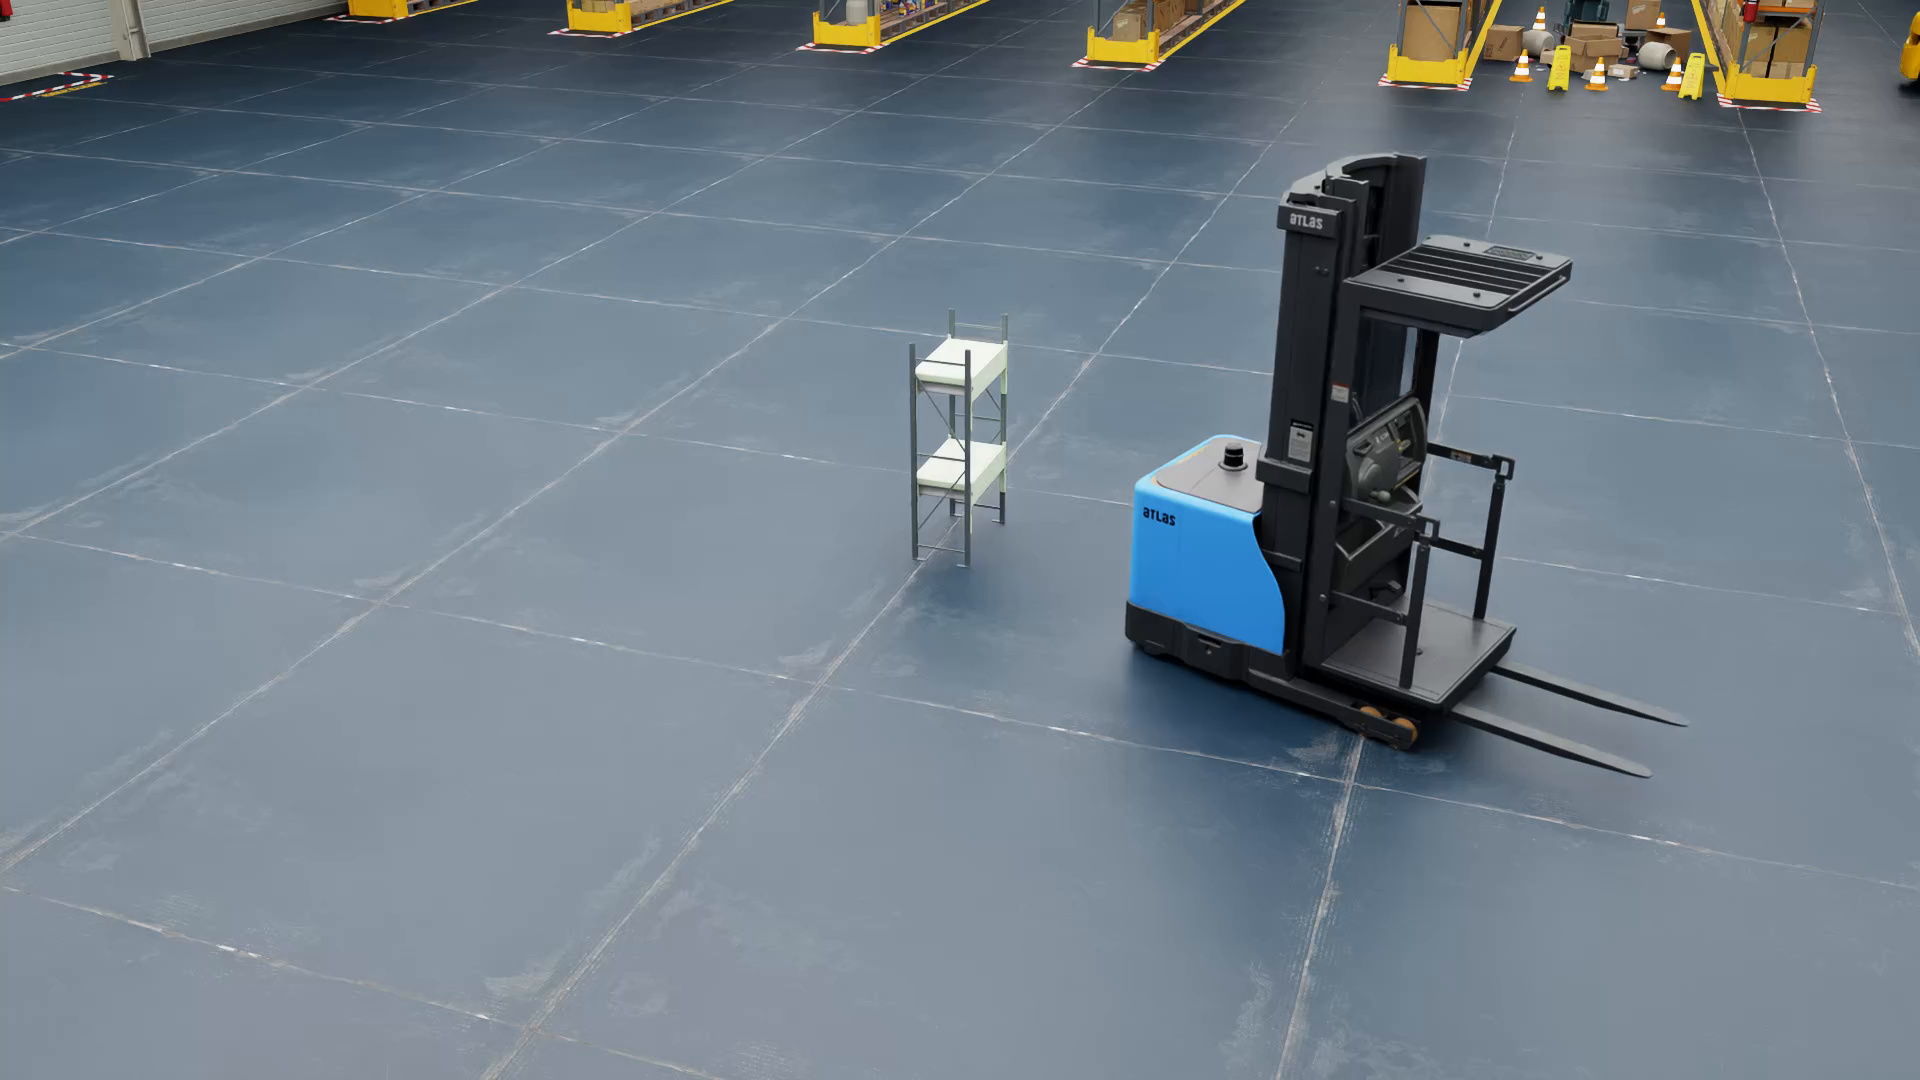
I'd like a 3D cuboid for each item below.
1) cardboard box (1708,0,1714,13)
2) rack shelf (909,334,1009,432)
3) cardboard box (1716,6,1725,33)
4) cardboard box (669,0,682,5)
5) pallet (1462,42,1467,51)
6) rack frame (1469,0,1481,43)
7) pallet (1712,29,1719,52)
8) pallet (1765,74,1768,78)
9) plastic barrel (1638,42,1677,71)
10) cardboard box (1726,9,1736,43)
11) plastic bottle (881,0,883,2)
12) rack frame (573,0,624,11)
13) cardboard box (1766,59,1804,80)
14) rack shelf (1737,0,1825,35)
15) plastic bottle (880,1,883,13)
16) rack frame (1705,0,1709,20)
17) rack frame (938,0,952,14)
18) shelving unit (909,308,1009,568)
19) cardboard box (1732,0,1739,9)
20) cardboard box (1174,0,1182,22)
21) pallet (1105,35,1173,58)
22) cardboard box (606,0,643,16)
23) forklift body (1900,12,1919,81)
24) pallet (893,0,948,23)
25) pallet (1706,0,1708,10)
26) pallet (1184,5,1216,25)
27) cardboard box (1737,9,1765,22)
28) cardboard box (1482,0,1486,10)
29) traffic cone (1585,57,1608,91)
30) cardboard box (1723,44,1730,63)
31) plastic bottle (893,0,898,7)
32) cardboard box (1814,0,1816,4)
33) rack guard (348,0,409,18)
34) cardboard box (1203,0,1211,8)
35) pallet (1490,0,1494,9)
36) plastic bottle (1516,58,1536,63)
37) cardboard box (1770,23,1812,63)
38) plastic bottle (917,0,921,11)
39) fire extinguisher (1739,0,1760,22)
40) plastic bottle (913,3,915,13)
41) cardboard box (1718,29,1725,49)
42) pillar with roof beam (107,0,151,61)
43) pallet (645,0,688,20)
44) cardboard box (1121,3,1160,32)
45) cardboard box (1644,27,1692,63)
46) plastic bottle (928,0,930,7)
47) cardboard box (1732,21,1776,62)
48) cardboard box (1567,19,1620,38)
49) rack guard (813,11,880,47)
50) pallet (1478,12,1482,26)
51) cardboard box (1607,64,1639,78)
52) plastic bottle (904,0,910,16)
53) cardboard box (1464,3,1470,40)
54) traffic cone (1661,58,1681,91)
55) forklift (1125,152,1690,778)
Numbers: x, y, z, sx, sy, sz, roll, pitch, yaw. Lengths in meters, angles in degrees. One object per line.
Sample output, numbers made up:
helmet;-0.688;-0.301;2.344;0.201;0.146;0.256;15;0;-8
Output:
cardboard box;14.508;-9.991;30.977;0.950;0.372;0.625;7;27;14
rack shelf;-0.002;-1.024;10.747;0.431;0.370;0.720;9;27;17
cardboard box;13.783;-9.090;29.115;0.950;0.372;0.625;11;28;21
cardboard box;-5.753;-10.559;32.289;0.500;0.250;0.500;9;27;17
pallet;7.942;-8.189;27.921;1.003;0.211;1.213;9;27;17
rack frame;8.673;-10.248;28.974;1.000;3.000;0.127;9;27;17
pallet;13.632;-8.637;28.846;1.003;0.211;1.213;9;27;17
pallet;12.372;-7.033;25.533;1.003;0.211;1.213;9;27;17
plastic barrel;11.303;-7.837;26.950;0.421;0.421;0.512;-14;29;-27
cardboard box;12.582;-8.223;26.604;0.500;0.500;0.500;10;28;20
plastic bottle;-1.506;-10.209;31.428;0.144;0.351;0.185;9;27;17
rack frame;-6.642;-10.803;30.120;1.000;3.000;0.127;9;27;17
cardboard box;12.573;-7.171;25.292;0.500;0.250;0.500;9;27;17
rack shelf;12.709;-8.426;26.036;1.077;0.370;4.000;9;27;17
plastic bottle;-1.495;-9.986;31.140;0.097;0.201;0.097;0;26;0
rack frame;14.706;-11.216;30.972;1.000;3.000;0.127;9;27;17
rack frame;-0.641;-11.727;32.029;1.000;3.000;0.127;9;27;17
shelving unit;-0.002;-0.672;10.917;0.431;1.500;0.755;9;27;17
cardboard box;12.569;-8.584;26.606;0.380;0.149;0.250;10;28;20
cardboard box;3.675;-9.678;30.182;0.500;0.500;0.500;19;32;34
pallet;3.027;-8.470;28.501;1.003;0.211;1.213;9;27;17
cardboard box;-6.254;-9.943;31.017;0.500;0.250;0.500;9;27;17
forklift body;15.636;-7.871;25.039;2.313;2.155;1.214;9;27;17
pallet;-0.904;-10.202;32.079;1.003;0.211;1.213;9;27;17
pallet;15.039;-10.274;32.226;1.003;0.211;1.213;9;27;17
pallet;4.287;-10.074;31.814;1.003;0.211;1.213;9;27;17
cardboard box;12.123;-8.036;25.475;0.380;0.149;0.250;10;27;19
cardboard box;9.429;-10.471;31.535;1.050;0.750;0.750;9;27;18
traffic cone;9.810;-7.171;25.530;0.336;0.463;0.334;9;27;17
cardboard box;12.407;-7.678;26.339;0.500;0.250;0.500;8;27;16
plastic bottle;-1.236;-10.348;31.807;0.097;0.271;0.097;0;26;0
cardboard box;12.587;-8.128;24.882;0.380;0.149;0.250;8;27;16
rack guard;-11.290;-10.426;32.210;1.175;0.500;0.348;9;27;17
cardboard box;4.430;-10.524;31.908;0.700;0.500;0.500;9;27;17
pallet;10.265;-10.958;33.639;1.003;0.211;1.213;9;27;17
plastic bottle;9.416;-7.979;27.660;0.283;0.061;0.133;0;26;-1
cardboard box;12.580;-7.518;25.148;0.500;0.500;0.500;8;27;16
plastic bottle;-0.813;-10.115;31.320;0.152;0.276;0.135;9;27;18
fire extinguisher;11.571;-7.913;24.240;0.296;0.674;0.183;9;27;17
plastic bottle;-0.895;-9.944;31.053;0.097;0.201;0.097;0;26;0
cardboard box;12.923;-8.320;27.665;0.500;0.250;0.500;7;27;15
pillar with roof beam;-9.835;-11.543;24.765;9.100;9.000;0.400;9;27;17
pallet;-6.020;-10.368;32.422;1.003;0.211;1.213;9;27;17
cardboard box;3.088;-8.934;28.646;0.500;0.500;0.500;17;30;31
cardboard box;11.735;-8.205;27.619;0.500;0.500;0.500;-14;29;-27
plastic bottle;-0.648;-10.348;31.714;0.144;0.351;0.185;7;27;15
cardboard box;12.064;-7.584;25.284;0.500;0.500;0.500;9;27;18
cardboard box;10.544;-8.340;27.742;0.797;0.637;0.503;9;27;17
rack guard;-1.992;-8.996;29.257;1.175;0.500;0.348;9;27;17
pallet;9.263;-9.824;31.298;1.003;0.211;1.213;9;27;17
cardboard box;10.574;-7.476;26.520;0.250;0.149;0.380;-20;33;-36
plastic bottle;-0.983;-9.849;30.762;0.061;0.283;0.133;9;27;18
cardboard box;8.101;-8.861;28.066;0.875;0.875;0.875;9;27;18
traffic cone;10.970;-7.150;25.486;0.336;0.463;0.334;9;27;17
forklift;2.454;-0.455;8.826;3.031;2.935;1.130;19;32;34
